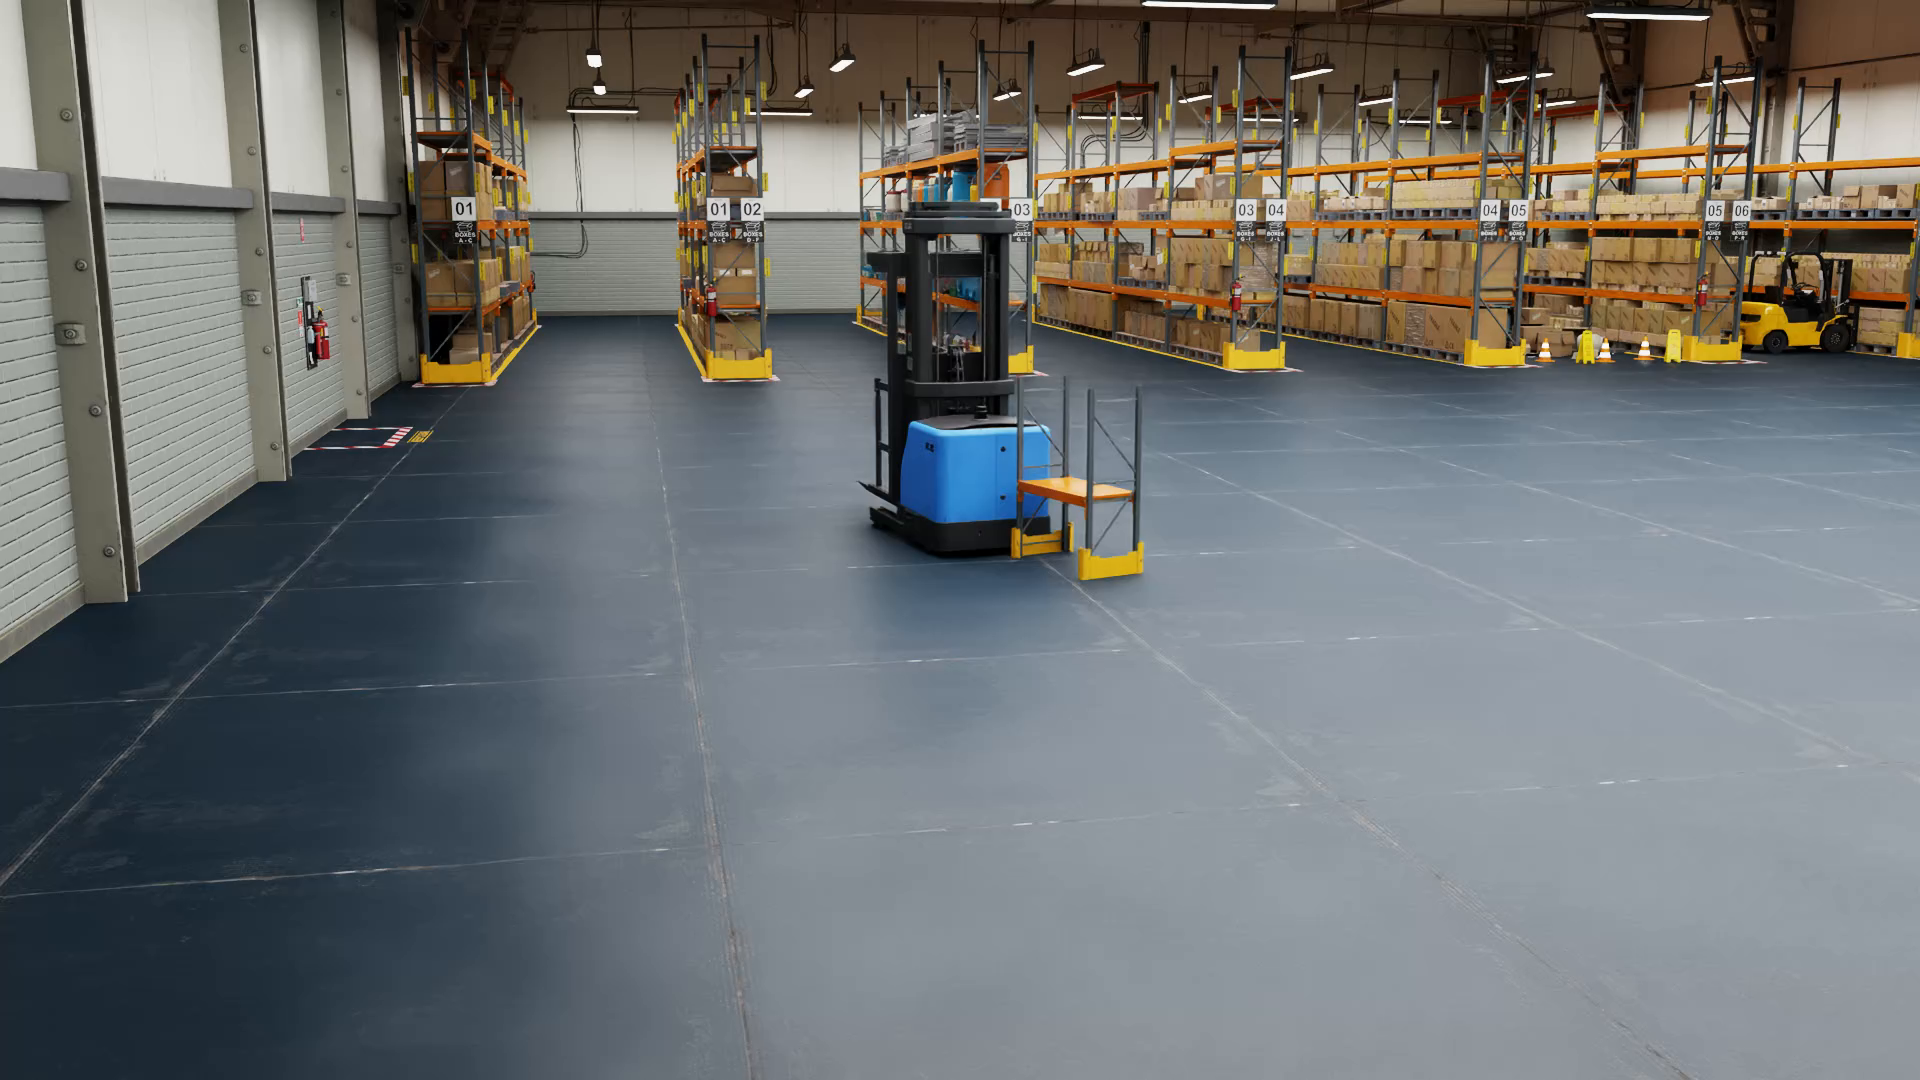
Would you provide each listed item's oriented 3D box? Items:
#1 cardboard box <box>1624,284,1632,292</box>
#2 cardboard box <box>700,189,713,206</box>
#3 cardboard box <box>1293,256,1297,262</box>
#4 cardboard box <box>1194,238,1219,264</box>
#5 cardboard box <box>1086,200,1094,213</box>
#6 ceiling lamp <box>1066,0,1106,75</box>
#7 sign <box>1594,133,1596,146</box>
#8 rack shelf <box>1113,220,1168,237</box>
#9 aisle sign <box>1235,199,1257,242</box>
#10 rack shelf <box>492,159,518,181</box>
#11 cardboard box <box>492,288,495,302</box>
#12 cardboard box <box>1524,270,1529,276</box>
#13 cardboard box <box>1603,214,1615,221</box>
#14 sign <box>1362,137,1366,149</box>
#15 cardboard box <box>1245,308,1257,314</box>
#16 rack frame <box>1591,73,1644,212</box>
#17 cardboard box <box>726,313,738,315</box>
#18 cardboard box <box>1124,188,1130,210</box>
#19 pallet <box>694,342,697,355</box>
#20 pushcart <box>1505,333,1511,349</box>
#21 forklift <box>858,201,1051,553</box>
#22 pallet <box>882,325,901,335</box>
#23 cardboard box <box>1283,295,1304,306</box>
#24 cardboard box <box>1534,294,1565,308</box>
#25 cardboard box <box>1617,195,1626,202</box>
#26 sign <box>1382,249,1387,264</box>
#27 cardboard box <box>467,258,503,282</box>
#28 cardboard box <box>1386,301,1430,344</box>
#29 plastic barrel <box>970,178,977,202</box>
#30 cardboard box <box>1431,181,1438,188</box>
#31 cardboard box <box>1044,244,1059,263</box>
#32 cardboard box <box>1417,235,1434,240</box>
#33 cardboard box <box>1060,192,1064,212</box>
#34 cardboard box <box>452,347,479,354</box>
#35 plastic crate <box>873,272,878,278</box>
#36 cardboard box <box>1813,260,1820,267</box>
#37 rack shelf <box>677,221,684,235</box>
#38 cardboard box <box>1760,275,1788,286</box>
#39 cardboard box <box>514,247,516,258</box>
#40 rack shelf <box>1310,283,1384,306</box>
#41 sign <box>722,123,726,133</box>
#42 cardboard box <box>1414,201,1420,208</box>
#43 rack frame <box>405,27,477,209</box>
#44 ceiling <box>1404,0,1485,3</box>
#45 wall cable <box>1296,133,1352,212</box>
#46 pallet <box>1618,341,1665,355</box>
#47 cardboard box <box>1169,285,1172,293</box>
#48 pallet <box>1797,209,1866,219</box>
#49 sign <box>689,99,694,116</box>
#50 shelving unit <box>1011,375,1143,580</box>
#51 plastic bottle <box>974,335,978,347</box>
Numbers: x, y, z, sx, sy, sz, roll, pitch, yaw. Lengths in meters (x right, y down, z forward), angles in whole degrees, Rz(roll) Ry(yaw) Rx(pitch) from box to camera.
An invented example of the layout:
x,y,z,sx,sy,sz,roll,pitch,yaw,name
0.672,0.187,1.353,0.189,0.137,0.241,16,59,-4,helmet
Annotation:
x,y,z,sx,sy,sz,roll,pitch,yaw,name
14.628,-5.459,36.025,0.380,0.149,0.250,-2,11,-11,cardboard box
-4.610,-6.441,31.234,0.500,0.311,0.500,-1,11,-4,cardboard box
8.436,-6.916,40.968,0.380,0.149,0.250,-2,11,-12,cardboard box
5.062,-5.846,33.651,0.500,0.500,0.500,-2,11,-11,cardboard box
3.490,-8.425,42.030,0.500,0.311,0.500,-3,11,-13,cardboard box
2.834,-11.238,34.059,0.800,3.185,2.000,-2,11,-11,ceiling lamp
17.418,-10.963,45.520,0.100,0.325,0.005,-2,11,-11,sign
4.532,-7.013,37.421,1.077,0.370,4.000,-2,11,-11,rack shelf
5.416,-6.047,31.493,0.394,0.787,0.004,-2,11,-11,aisle sign
-10.822,-8.483,38.193,1.077,0.370,4.000,-2,11,-11,rack shelf
-8.965,-4.570,31.034,0.500,0.250,0.500,-2,11,-10,cardboard box
13.808,-6.480,40.270,0.380,0.149,0.250,-2,11,-11,cardboard box
14.455,-7.120,36.733,0.380,0.149,0.250,-2,11,-11,cardboard box
11.762,-11.552,48.401,0.100,0.325,0.005,-2,11,-11,sign
7.877,-6.153,44.709,0.380,0.149,0.250,-2,11,-10,cardboard box
14.641,-8.833,37.040,1.000,3.000,0.127,-2,11,-11,rack frame
-5.232,-4.944,37.380,0.500,0.311,0.500,-2,11,-10,cardboard box
4.077,-7.839,38.234,0.500,0.500,0.500,-2,11,-11,cardboard box
-5.219,-4.154,35.959,1.003,0.211,1.213,-2,11,-11,pallet
12.415,-4.506,37.362,1.648,0.377,0.936,-6,13,-31,pushcart
-0.196,-1.568,15.098,1.130,2.935,3.031,-4,11,-19,forklift
-1.384,-5.300,41.979,1.003,0.211,1.213,-2,11,-11,pallet
8.445,-6.070,42.122,0.500,0.250,0.500,-2,11,-10,cardboard box
17.330,-6.973,48.872,0.700,0.500,0.500,-2,11,-9,cardboard box
14.529,-7.414,36.144,0.380,0.149,0.250,-2,11,-11,cardboard box
9.275,-6.196,36.344,0.100,0.325,0.005,-2,11,-11,sign
-10.197,-5.797,35.688,0.700,0.500,0.500,-3,11,-16,cardboard box
9.859,-4.732,36.097,0.875,0.875,0.875,-2,11,-10,cardboard box
0.494,-6.589,31.643,0.600,0.588,0.600,0,11,0,plastic barrel
9.889,-7.281,34.052,0.380,0.149,0.250,-2,11,-11,cardboard box
2.619,-7.883,45.692,0.500,0.500,0.500,-2,11,-13,cardboard box
12.713,-8.257,45.382,0.380,0.149,0.250,-2,11,-12,cardboard box
3.053,-9.011,44.339,0.700,0.500,0.500,-2,11,-8,cardboard box
-9.035,-3.382,30.457,0.500,0.311,0.500,-1,11,-6,cardboard box
-2.127,-7.021,44.109,0.293,0.136,0.466,-2,11,-11,plastic crate
19.419,-6.225,37.378,0.380,0.149,0.250,-2,11,-10,cardboard box
-6.742,-8.121,43.241,1.077,0.370,4.000,-2,11,-11,rack shelf
19.155,-6.077,39.002,0.500,0.250,0.500,-2,11,-10,cardboard box
-10.581,-6.669,38.589,0.500,0.250,0.500,-2,11,-12,cardboard box
9.417,-5.701,38.552,1.077,0.370,4.000,-2,11,-11,rack shelf
-5.810,-10.139,40.975,0.100,0.325,0.005,-2,11,-11,sign
9.743,-7.028,34.856,0.380,0.149,0.250,-2,11,-12,cardboard box
-8.878,-7.199,28.453,1.000,3.000,0.127,-2,11,-11,rack frame
12.508,-14.833,44.496,6.000,0.001,6.000,-2,11,-11,ceiling
11.663,-12.094,54.171,2.355,3.000,0.029,-2,11,-11,wall cable
15.047,-4.170,36.043,1.003,0.211,1.213,-2,11,-11,pallet
4.668,-5.352,35.466,0.380,0.149,0.250,-2,11,-11,cardboard box
19.701,-7.342,37.463,1.003,0.211,1.213,-2,11,-11,pallet
-5.327,-8.589,33.047,0.100,0.325,0.005,-2,11,-11,sign
0.946,-0.533,13.484,0.587,1.500,1.083,-6,12,-30,shelving unit
0.367,-4.071,34.171,0.152,0.276,0.135,-2,11,-11,plastic bottle
